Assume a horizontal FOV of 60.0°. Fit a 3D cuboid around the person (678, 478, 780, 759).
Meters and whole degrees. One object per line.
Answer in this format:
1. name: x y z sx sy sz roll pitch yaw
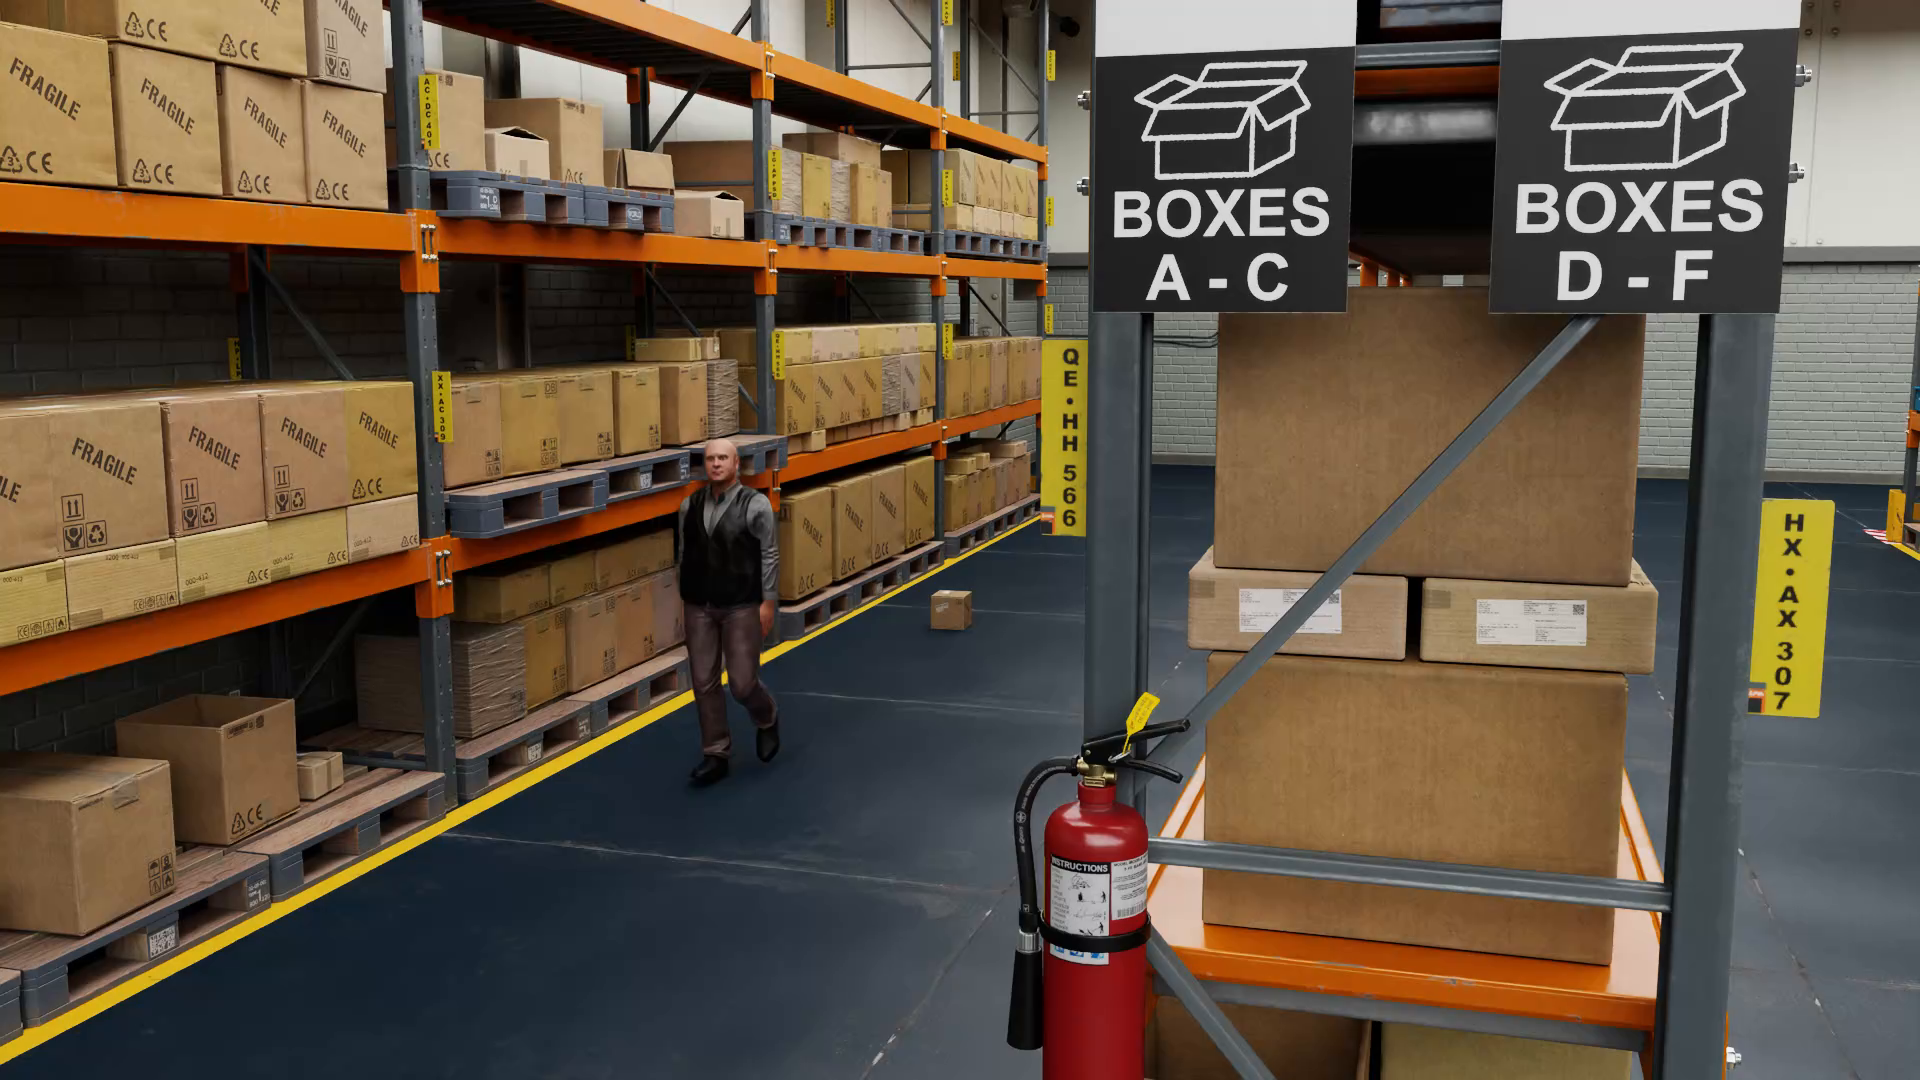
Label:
1. person: -1.172 0.408 8.486 0.538 1.456 0.477 2 9 16
